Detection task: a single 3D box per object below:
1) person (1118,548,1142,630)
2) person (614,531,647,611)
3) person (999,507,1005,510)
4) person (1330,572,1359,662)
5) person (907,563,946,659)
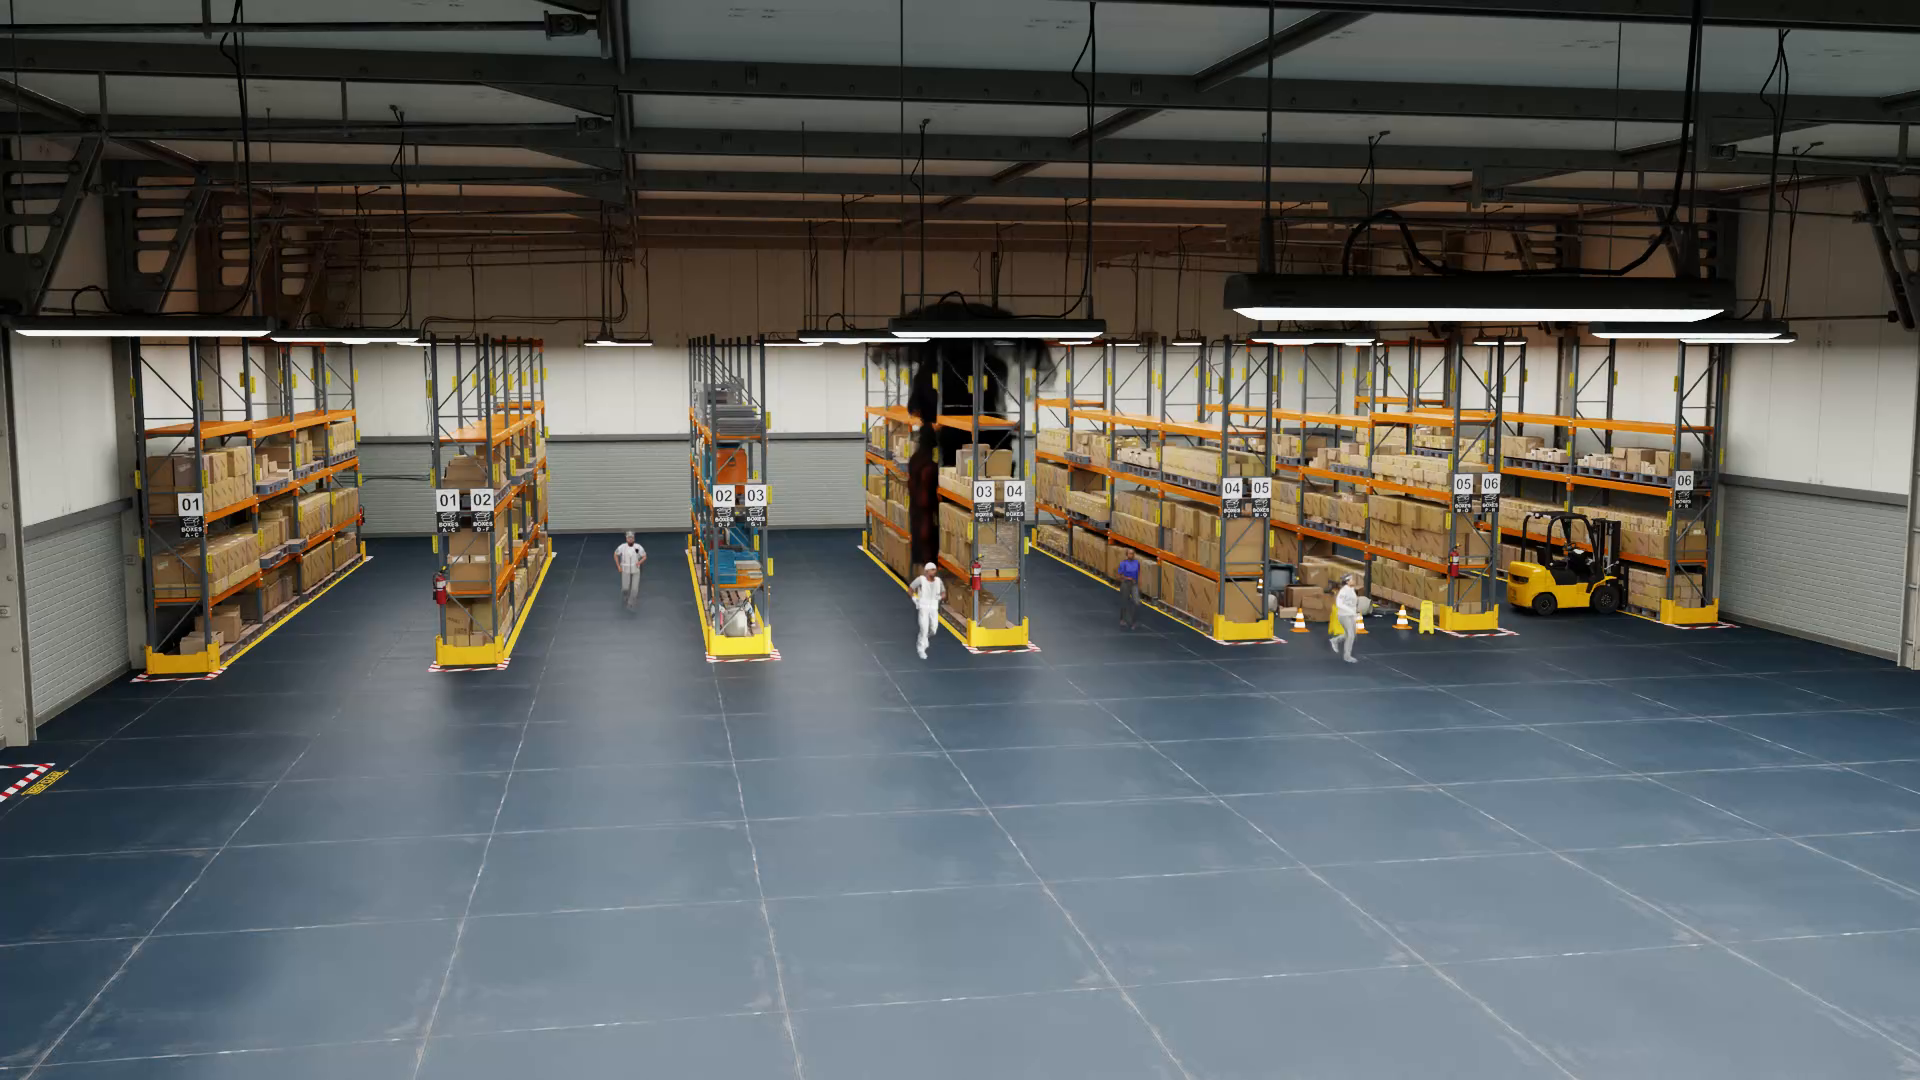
[{"bbox_3d":[3.505,1.018,34.130,0.589,1.717,0.723,-2,7,-14],"label":"person"},{"bbox_3d":[-7.220,0.679,36.442,0.694,1.757,0.563,-1,7,-12],"label":"person"},{"bbox_3d":[1.050,-0.586,48.472,0.593,1.527,0.514,2,7,13],"label":"person"},{"bbox_3d":[7.077,1.407,30.623,0.590,1.678,0.613,5,8,35],"label":"person"},{"bbox_3d":[-0.592,1.295,31.326,0.715,1.749,0.875,-3,7,-25],"label":"person"}]
